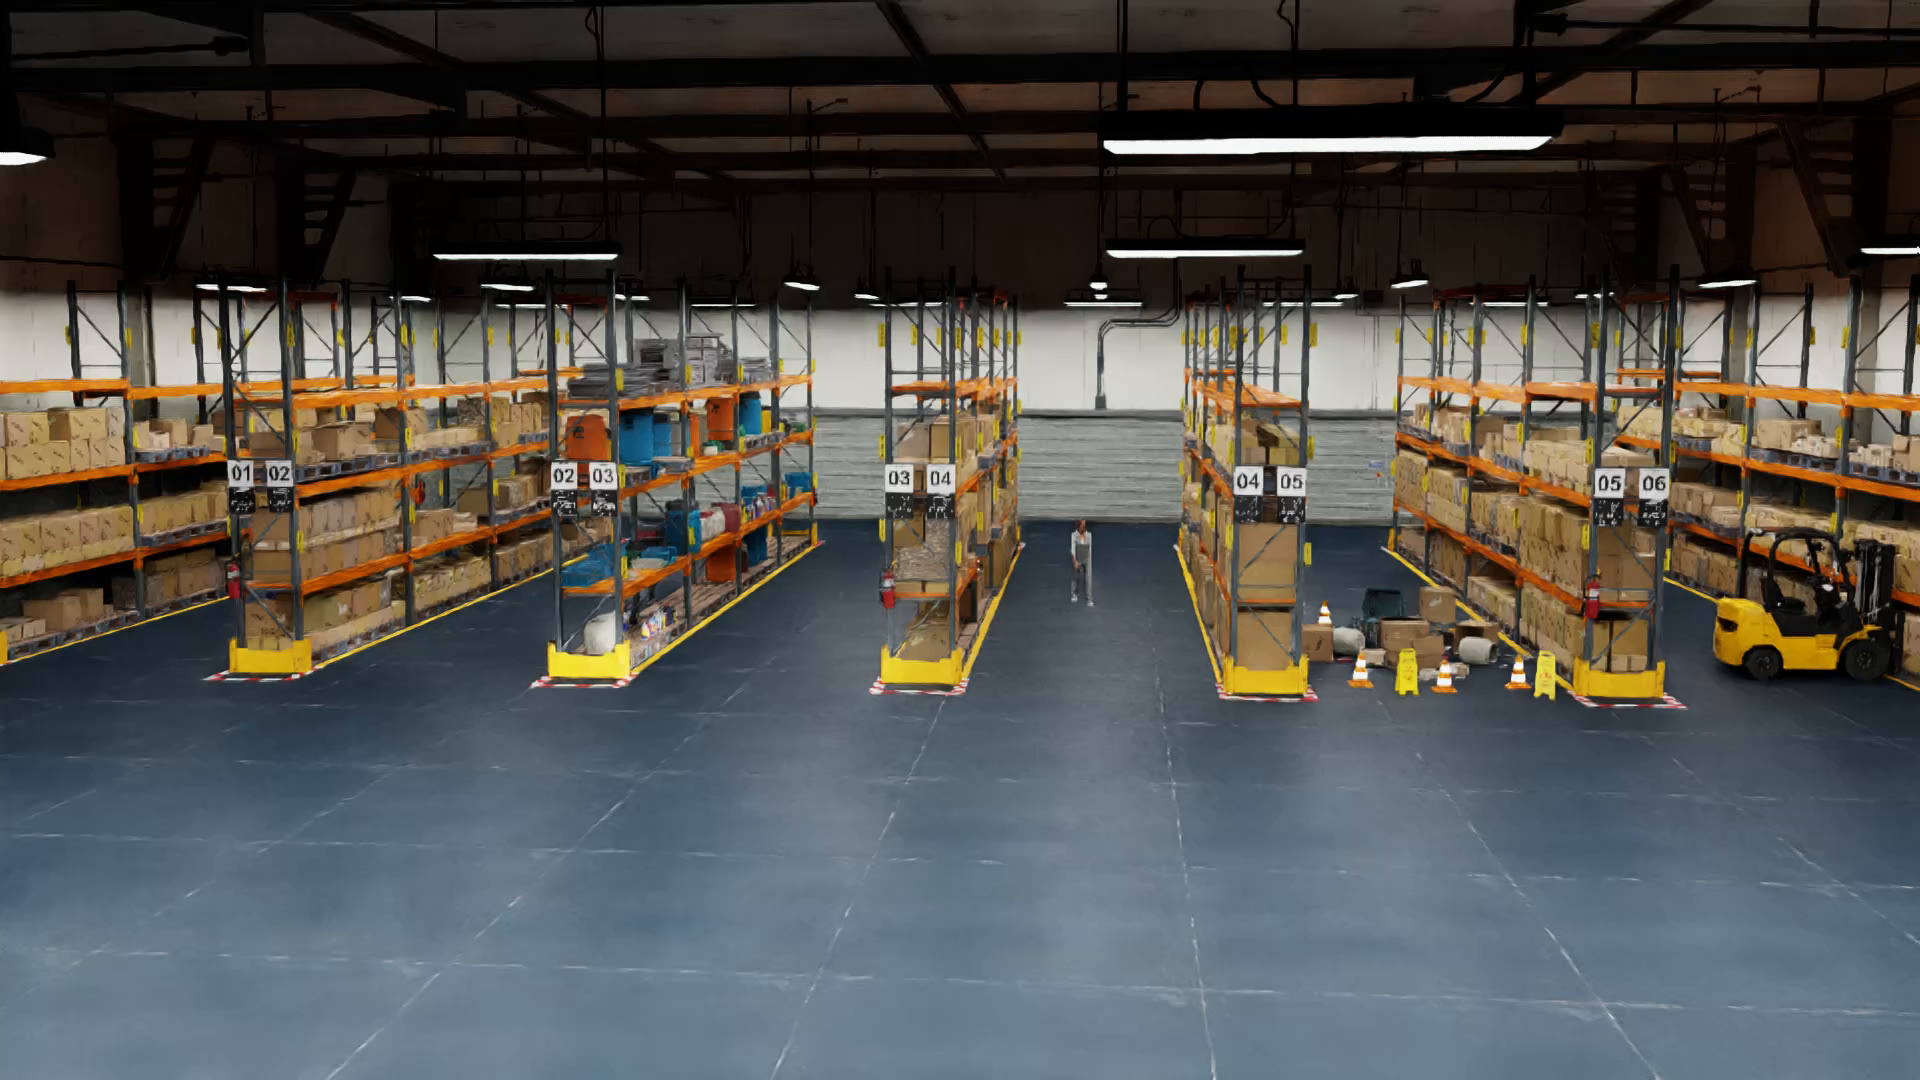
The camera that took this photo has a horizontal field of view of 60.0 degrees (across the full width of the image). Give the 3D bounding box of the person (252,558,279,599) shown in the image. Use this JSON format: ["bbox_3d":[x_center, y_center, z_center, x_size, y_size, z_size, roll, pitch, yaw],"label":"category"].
[{"bbox_3d":[-12.775,0.486,30.674,0.478,1.580,1.000,0,7,-3],"label":"person"}]

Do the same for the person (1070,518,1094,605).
[{"bbox_3d":[2.146,0.370,29.496,0.412,1.529,0.954,0,7,-3],"label":"person"}]

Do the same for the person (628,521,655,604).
[{"bbox_3d":[-5.971,0.419,31.299,0.592,1.604,0.513,0,7,4],"label":"person"}]
